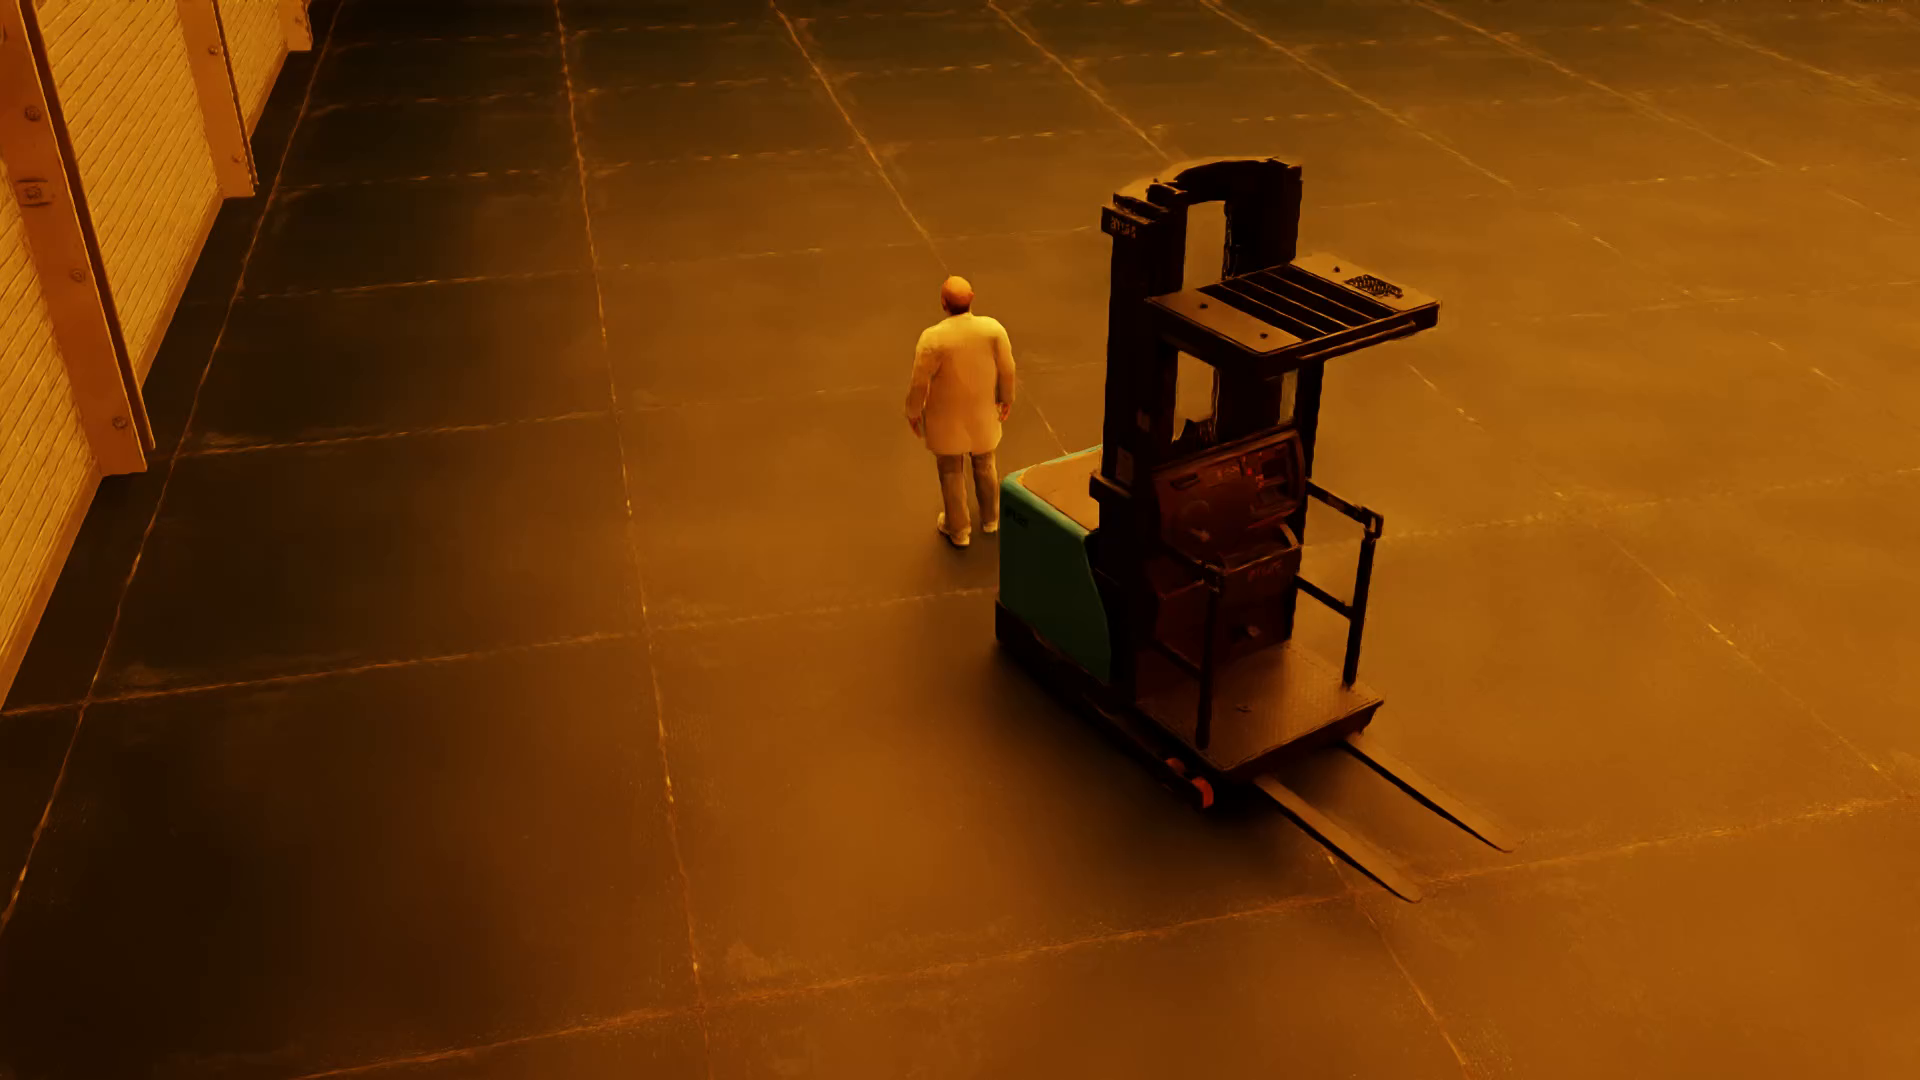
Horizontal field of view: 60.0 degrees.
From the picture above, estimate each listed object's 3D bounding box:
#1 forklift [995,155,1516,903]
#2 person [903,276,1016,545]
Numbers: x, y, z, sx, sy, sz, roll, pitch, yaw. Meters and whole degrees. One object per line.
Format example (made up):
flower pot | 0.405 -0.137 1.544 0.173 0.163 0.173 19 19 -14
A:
forklift | 1.435 -0.207 7.931 1.130 2.935 3.031 -18 35 -29
person | -0.017 -0.821 10.128 0.694 1.776 0.579 -7 31 -12
